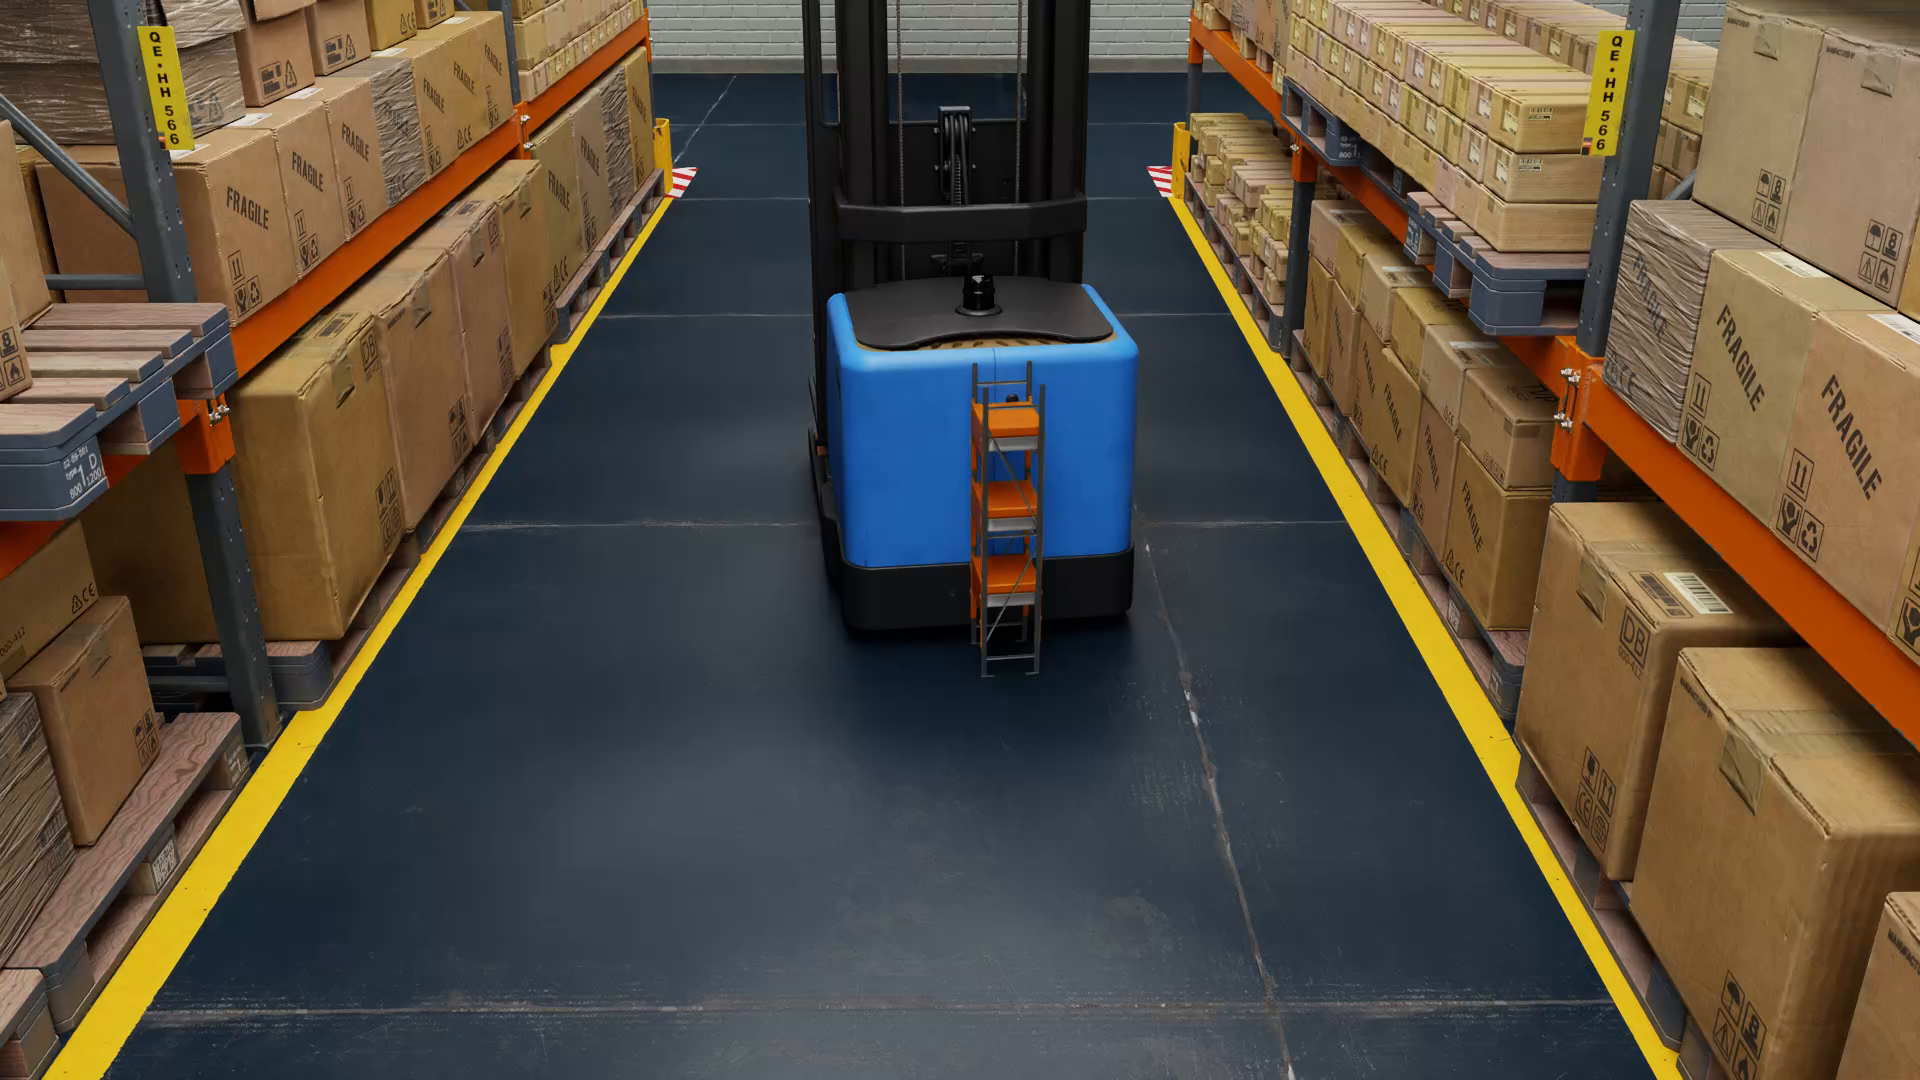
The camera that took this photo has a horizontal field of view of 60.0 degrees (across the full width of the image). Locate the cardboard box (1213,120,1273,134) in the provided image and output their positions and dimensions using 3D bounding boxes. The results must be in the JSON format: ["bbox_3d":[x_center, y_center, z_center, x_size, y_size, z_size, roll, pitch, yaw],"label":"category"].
[{"bbox_3d":[1.971,-2.832,11.599,0.380,0.149,0.250,0,24,0],"label":"cardboard box"}]

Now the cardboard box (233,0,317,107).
[{"bbox_3d":[-2.688,-1.794,5.738,0.797,0.503,0.637,0,24,1],"label":"cardboard box"}]

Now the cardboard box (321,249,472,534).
[{"bbox_3d":[-2.680,-0.597,6.498,1.225,0.875,0.875,0,24,0],"label":"cardboard box"}]

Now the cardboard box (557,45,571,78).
[{"bbox_3d":[-2.417,-2.704,9.393,0.380,0.149,0.250,-1,24,-2],"label":"cardboard box"}]

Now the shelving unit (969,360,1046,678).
[{"bbox_3d":[0.156,-0.062,5.612,0.215,1.050,0.252,-3,25,-7],"label":"shelving unit"}]

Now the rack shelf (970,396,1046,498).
[{"bbox_3d":[0.156,-0.310,5.500,0.215,0.259,0.240,-3,25,-7],"label":"rack shelf"}]

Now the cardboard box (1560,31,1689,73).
[{"bbox_3d":[2.442,-1.783,6.126,0.380,0.149,0.250,0,24,1],"label":"cardboard box"}]

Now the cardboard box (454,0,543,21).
[{"bbox_3d":[-2.485,-2.977,8.604,0.500,0.500,0.500,0,24,-1],"label":"cardboard box"}]

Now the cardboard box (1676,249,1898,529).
[{"bbox_3d":[2.013,-0.352,3.767,0.500,0.500,0.500,0,24,-1],"label":"cardboard box"}]

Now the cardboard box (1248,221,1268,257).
[{"bbox_3d":[1.868,-1.729,9.521,0.380,0.149,0.250,-1,24,-2],"label":"cardboard box"}]

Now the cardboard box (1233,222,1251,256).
[{"bbox_3d":[1.869,-1.829,10.105,0.380,0.149,0.250,0,24,-1],"label":"cardboard box"}]

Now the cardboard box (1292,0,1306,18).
[{"bbox_3d":[1.770,-2.534,7.786,0.380,0.149,0.250,1,24,2],"label":"cardboard box"}]

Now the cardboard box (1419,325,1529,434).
[{"bbox_3d":[1.983,-0.585,6.017,0.500,0.250,0.500,0,24,0],"label":"cardboard box"}]

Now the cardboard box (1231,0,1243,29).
[{"bbox_3d":[1.946,-3.361,10.060,0.500,0.500,0.500,-1,24,-2],"label":"cardboard box"}]

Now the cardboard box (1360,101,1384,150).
[{"bbox_3d":[1.789,-1.621,6.490,0.380,0.149,0.250,-1,24,-3],"label":"cardboard box"}]

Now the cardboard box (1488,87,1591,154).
[{"bbox_3d":[1.806,-1.250,4.947,0.380,0.149,0.250,-1,24,-3],"label":"cardboard box"}]

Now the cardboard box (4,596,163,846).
[{"bbox_3d":[-2.664,0.493,4.520,0.700,0.500,0.500,-2,24,-3],"label":"cardboard box"}]

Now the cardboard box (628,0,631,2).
[{"bbox_3d":[-2.508,-3.887,11.525,0.500,0.250,0.500,-1,24,-1],"label":"cardboard box"}]

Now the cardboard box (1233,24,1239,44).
[{"bbox_3d":[1.944,-3.214,10.520,0.380,0.149,0.250,-1,24,-2],"label":"cardboard box"}]

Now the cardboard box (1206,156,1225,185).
[{"bbox_3d":[1.863,-2.490,11.204,0.380,0.149,0.250,0,24,1],"label":"cardboard box"}]

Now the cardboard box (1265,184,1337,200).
[{"bbox_3d":[1.984,-1.974,9.703,0.380,0.149,0.250,1,24,1],"label":"cardboard box"}]

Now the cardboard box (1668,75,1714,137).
[{"bbox_3d":[2.452,-1.352,5.173,0.380,0.149,0.250,-1,24,-2],"label":"cardboard box"}]

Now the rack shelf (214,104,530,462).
[{"bbox_3d":[-2.713,-1.218,6.676,1.077,0.370,4.000,0,24,-1],"label":"rack shelf"}]

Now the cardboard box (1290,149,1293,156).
[{"bbox_3d":[2.481,-2.596,11.440,0.380,0.149,0.250,-1,24,-3],"label":"cardboard box"}]

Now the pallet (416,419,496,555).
[{"bbox_3d":[-2.635,-0.278,7.108,1.003,0.211,1.213,0,24,-1],"label":"pallet"}]

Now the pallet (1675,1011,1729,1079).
[{"bbox_3d":[2.213,1.395,3.409,1.003,0.211,1.213,0,24,-1],"label":"pallet"}]

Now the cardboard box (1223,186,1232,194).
[{"bbox_3d":[1.953,-2.253,11.042,0.380,0.149,0.250,0,24,0],"label":"cardboard box"}]

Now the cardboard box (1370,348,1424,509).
[{"bbox_3d":[1.977,-0.456,6.643,0.500,0.500,0.500,-1,24,-3],"label":"cardboard box"}]

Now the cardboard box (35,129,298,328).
[{"bbox_3d":[-2.425,-0.969,5.130,0.500,0.500,0.500,0,24,1],"label":"cardboard box"}]

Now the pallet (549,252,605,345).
[{"bbox_3d":[-2.665,-1.413,9.618,1.003,0.211,1.213,0,24,-1],"label":"pallet"}]

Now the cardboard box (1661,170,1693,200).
[{"bbox_3d":[2.463,-1.075,5.282,0.380,0.149,0.250,1,24,2],"label":"cardboard box"}]

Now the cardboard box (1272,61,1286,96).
[{"bbox_3d":[1.877,-2.458,8.850,0.380,0.149,0.250,-1,24,-2],"label":"cardboard box"}]

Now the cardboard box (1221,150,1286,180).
[{"bbox_3d":[1.882,-2.403,10.650,0.380,0.149,0.250,0,24,0],"label":"cardboard box"}]

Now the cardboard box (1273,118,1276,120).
[{"bbox_3d":[2.441,-2.945,11.850,0.380,0.149,0.250,0,24,0],"label":"cardboard box"}]

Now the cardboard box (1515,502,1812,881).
[{"bbox_3d":[2.186,0.383,4.484,1.050,0.750,0.750,-1,24,-1],"label":"cardboard box"}]

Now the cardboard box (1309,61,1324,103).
[{"bbox_3d":[1.778,-2.046,7.428,0.380,0.149,0.250,0,24,0],"label":"cardboard box"}]

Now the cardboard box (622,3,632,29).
[{"bbox_3d":[-2.439,-3.547,11.258,0.380,0.149,0.250,0,24,0],"label":"cardboard box"}]

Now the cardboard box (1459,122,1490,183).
[{"bbox_3d":[1.804,-1.226,5.255,0.380,0.149,0.250,1,24,1],"label":"cardboard box"}]

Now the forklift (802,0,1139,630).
[{"bbox_3d":[-0.085,-1.592,6.714,1.130,2.935,3.031,-3,25,-7],"label":"forklift"}]

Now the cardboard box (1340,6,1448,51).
[{"bbox_3d":[1.783,-2.105,6.838,0.380,0.149,0.250,0,24,-1],"label":"cardboard box"}]

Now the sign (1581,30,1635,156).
[{"bbox_3d":[1.727,-1.187,4.426,0.100,0.325,0.005,0,24,-1],"label":"sign"}]

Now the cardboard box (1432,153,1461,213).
[{"bbox_3d":[1.800,-1.189,5.533,0.380,0.149,0.250,0,24,0],"label":"cardboard box"}]

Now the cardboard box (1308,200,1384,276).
[{"bbox_3d":[1.970,-1.439,7.905,0.500,0.250,0.500,-1,24,-3],"label":"cardboard box"}]

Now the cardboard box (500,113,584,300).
[{"bbox_3d":[-2.662,-1.865,9.303,0.875,0.875,0.875,0,24,-1],"label":"cardboard box"}]

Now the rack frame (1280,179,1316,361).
[{"bbox_3d":[2.226,-2.350,8.307,1.000,3.000,0.127,0,24,-1],"label":"rack frame"}]

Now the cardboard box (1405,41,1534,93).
[{"bbox_3d":[1.799,-1.671,5.878,0.380,0.149,0.250,0,24,-1],"label":"cardboard box"}]

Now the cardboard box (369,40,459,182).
[{"bbox_3d":[-2.446,-1.805,6.979,0.500,0.500,0.500,-1,24,-1],"label":"cardboard box"}]

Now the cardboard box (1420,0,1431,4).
[{"bbox_3d":[2.472,-2.737,8.679,0.500,0.500,0.500,-1,24,-2],"label":"cardboard box"}]

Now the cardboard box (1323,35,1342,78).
[{"bbox_3d":[1.781,-2.078,7.139,0.380,0.149,0.250,-1,24,-3],"label":"cardboard box"}]

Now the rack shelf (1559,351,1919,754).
[{"bbox_3d":[2.291,0.450,2.989,1.077,0.370,4.000,0,24,-1],"label":"rack shelf"}]

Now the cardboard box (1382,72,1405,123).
[{"bbox_3d":[1.792,-1.648,6.187,0.380,0.149,0.250,0,24,1],"label":"cardboard box"}]

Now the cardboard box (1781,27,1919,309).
[{"bbox_3d":[2.271,-0.810,3.566,0.700,0.500,0.500,-1,24,-1],"label":"cardboard box"}]

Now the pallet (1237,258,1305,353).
[{"bbox_3d":[2.183,-1.357,9.493,1.003,0.211,1.213,0,24,-1],"label":"pallet"}]

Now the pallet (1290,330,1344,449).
[{"bbox_3d":[2.236,-0.759,8.172,1.003,0.211,1.213,0,24,-1],"label":"pallet"}]

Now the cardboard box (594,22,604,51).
[{"bbox_3d":[-2.429,-3.128,10.332,0.380,0.149,0.250,0,24,0],"label":"cardboard box"}]

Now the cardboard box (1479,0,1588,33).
[{"bbox_3d":[2.433,-2.209,7.066,0.380,0.149,0.250,0,24,-1],"label":"cardboard box"}]

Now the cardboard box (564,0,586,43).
[{"bbox_3d":[-2.490,-3.050,9.675,0.500,0.250,0.500,0,24,1],"label":"cardboard box"}]
